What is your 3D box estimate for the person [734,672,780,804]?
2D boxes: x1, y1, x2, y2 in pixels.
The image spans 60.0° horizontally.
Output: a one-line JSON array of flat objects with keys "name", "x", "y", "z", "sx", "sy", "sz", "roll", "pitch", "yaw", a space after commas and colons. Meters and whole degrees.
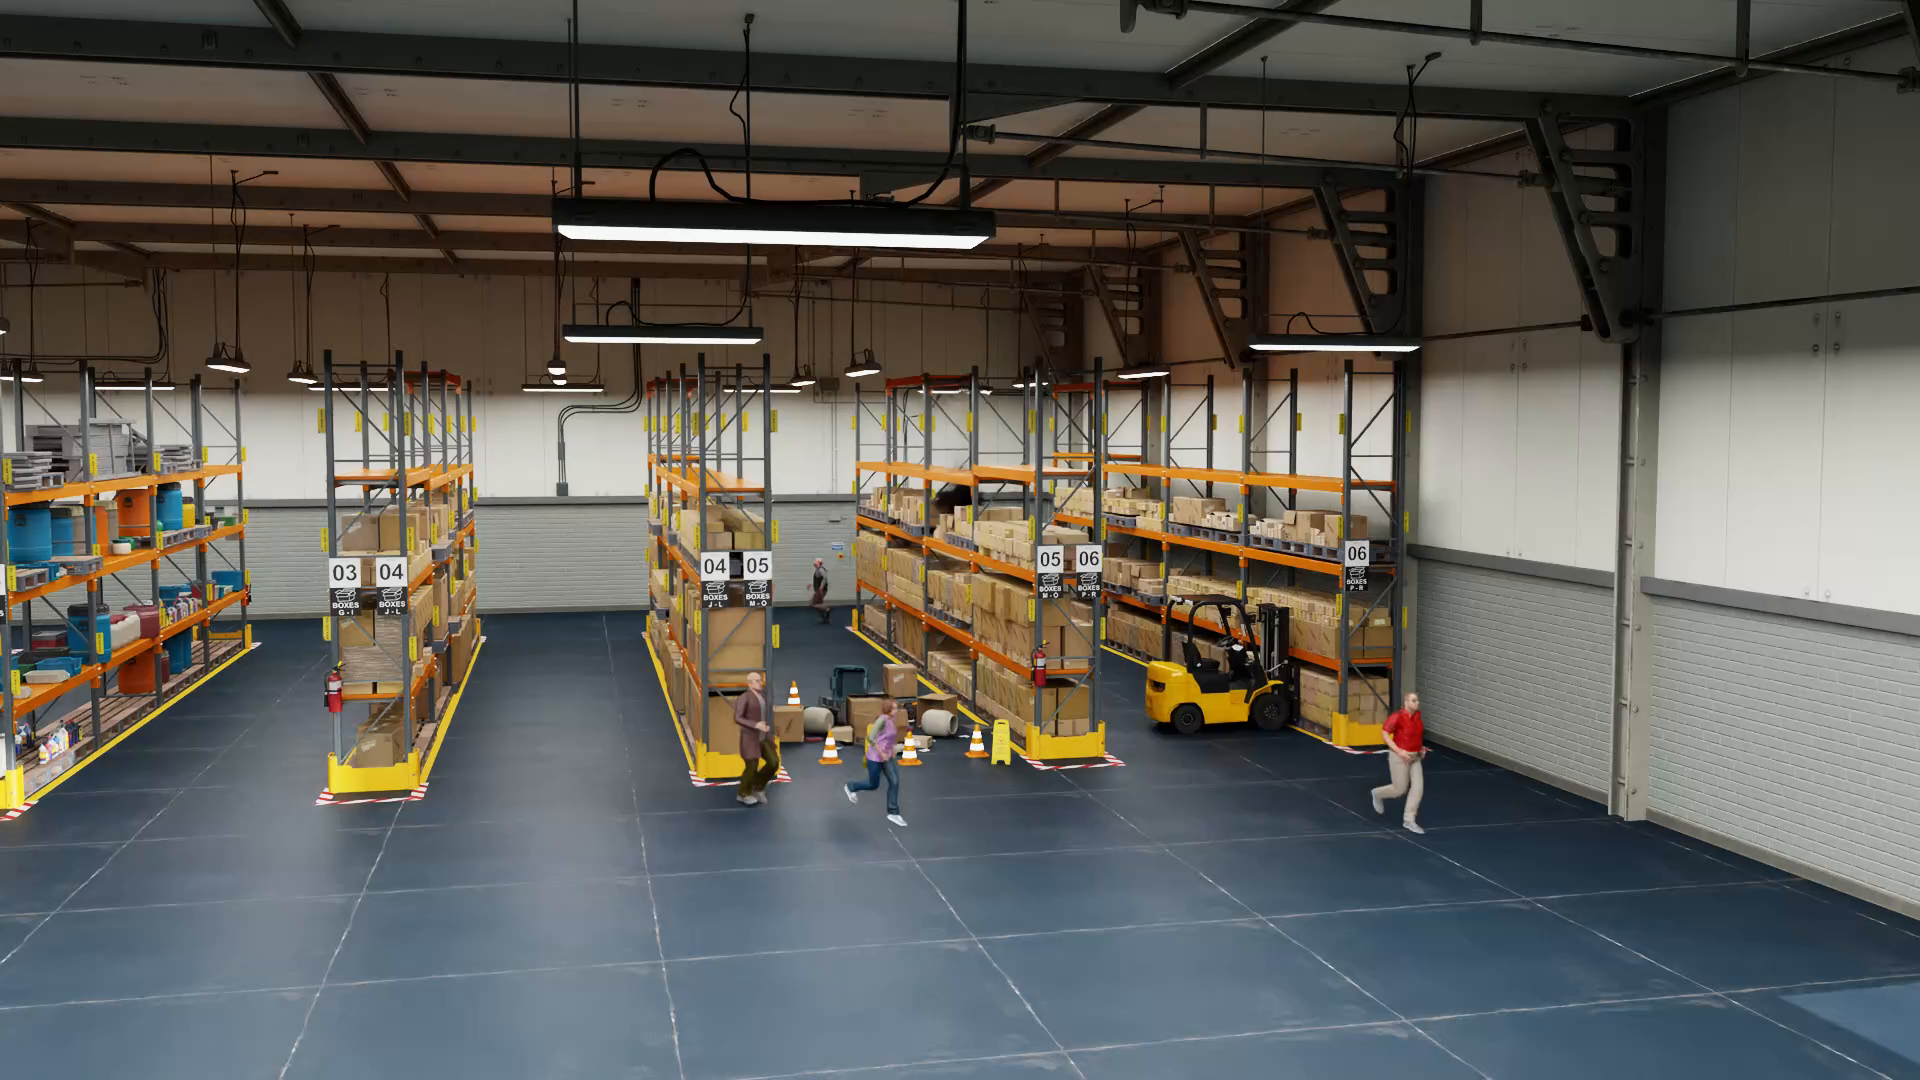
[{"name": "person", "x": -2.662, "y": 2.613, "z": 21.761, "sx": 0.712, "sy": 1.770, "sz": 0.712, "roll": 3, "pitch": 5, "yaw": 38}]

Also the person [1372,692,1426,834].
[{"name": "person", "x": 5.509, "y": 2.730, "z": 20.695, "sx": 0.688, "sy": 1.715, "sz": 0.826, "roll": -3, "pitch": 5, "yaw": -33}]

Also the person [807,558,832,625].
[{"name": "person", "x": -3.514, "y": 1.286, "z": 41.509, "sx": 0.638, "sy": 1.682, "sz": 0.691, "roll": 0, "pitch": 4, "yaw": -4}]

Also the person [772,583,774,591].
[{"name": "person", "x": -4.783, "y": 1.400, "z": 39.229, "sx": 0.664, "sy": 1.736, "sz": 0.556, "roll": -2, "pitch": 4, "yaw": -27}]

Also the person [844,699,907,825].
[{"name": "person", "x": -1.058, "y": 2.783, "z": 20.996, "sx": 0.926, "sy": 1.571, "sz": 0.541, "roll": 2, "pitch": 5, "yaw": 31}]
